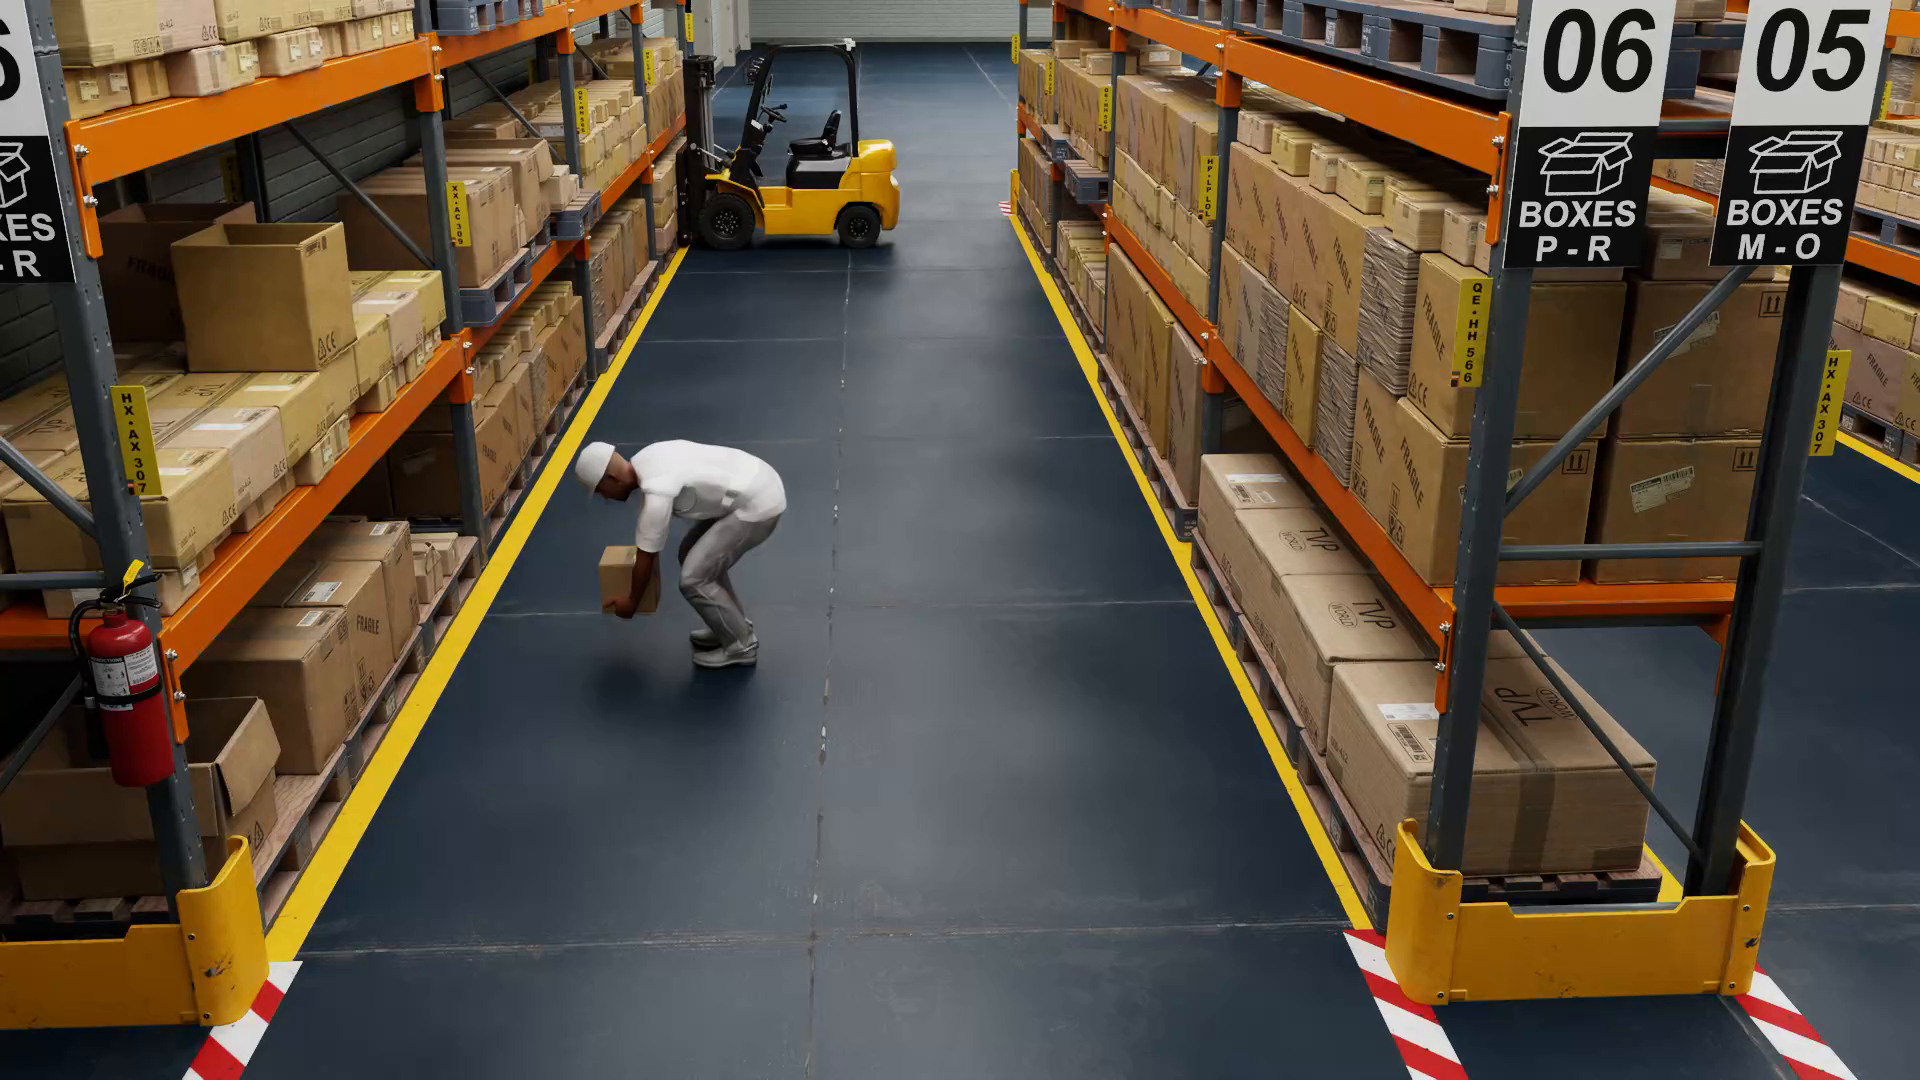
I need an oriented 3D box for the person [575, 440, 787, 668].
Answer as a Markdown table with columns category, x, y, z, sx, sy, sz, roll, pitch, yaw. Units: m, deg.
| category | x | y | z | sx | sy | sz | roll | pitch | yaw |
| --- | --- | --- | --- | --- | --- | --- | --- | --- | --- |
| person | -1.299 | 0.048 | 7.890 | 0.965 | 1.087 | 0.509 | -2 | 20 | -6 |
